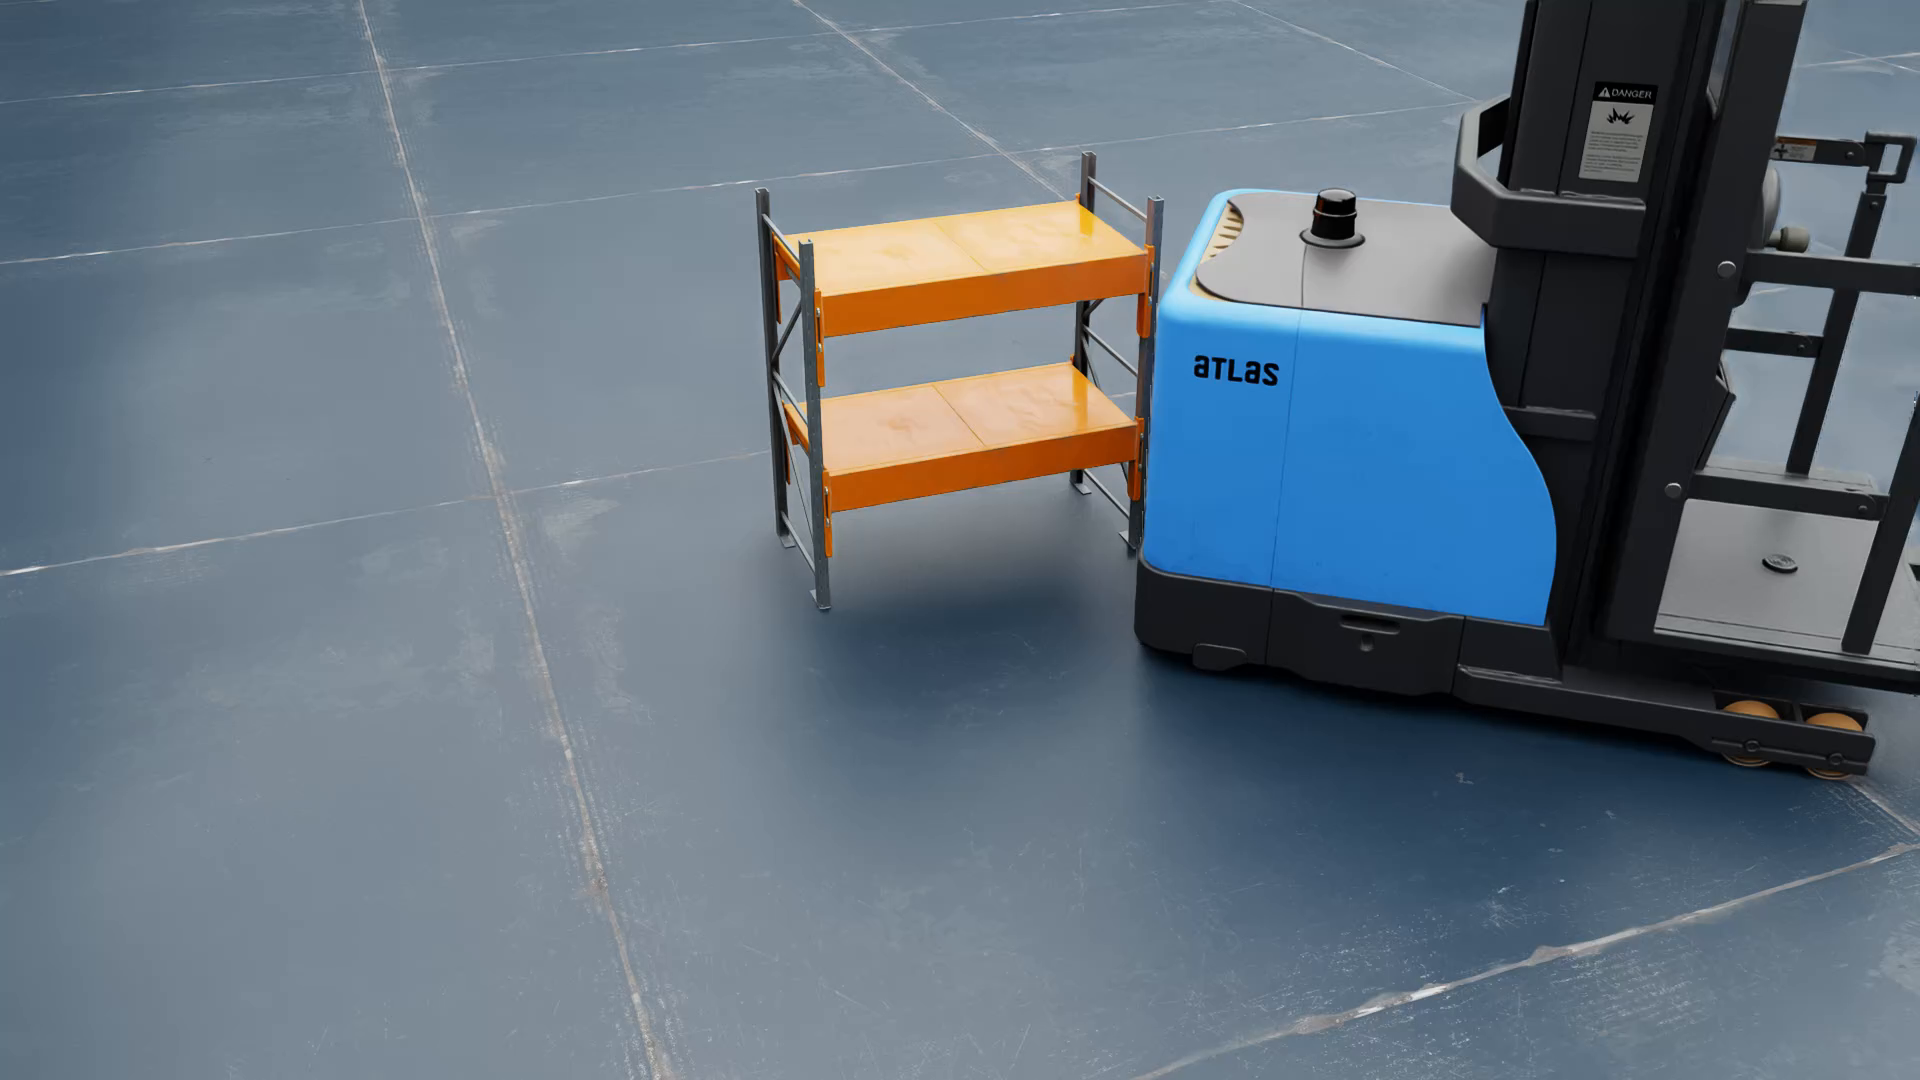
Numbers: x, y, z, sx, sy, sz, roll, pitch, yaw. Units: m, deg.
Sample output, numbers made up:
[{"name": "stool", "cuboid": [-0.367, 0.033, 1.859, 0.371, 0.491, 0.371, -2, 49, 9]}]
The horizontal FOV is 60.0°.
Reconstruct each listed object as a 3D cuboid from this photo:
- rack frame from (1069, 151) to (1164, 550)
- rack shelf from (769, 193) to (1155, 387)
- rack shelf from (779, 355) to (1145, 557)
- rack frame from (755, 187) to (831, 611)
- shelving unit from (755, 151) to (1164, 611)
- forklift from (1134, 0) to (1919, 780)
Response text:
[{"name": "rack frame", "cuboid": [0.470, -0.575, 5.124, 0.032, 1.125, 0.500, -10, 31, -18]}, {"name": "rack shelf", "cuboid": [-0.006, -0.742, 4.825, 1.000, 0.278, 0.538, -10, 31, -18]}, {"name": "rack shelf", "cuboid": [-0.006, -0.275, 5.091, 1.000, 0.278, 0.538, -10, 31, -18]}, {"name": "rack frame", "cuboid": [-0.483, -0.400, 4.815, 0.032, 1.125, 0.500, -10, 31, -18]}, {"name": "shelving unit", "cuboid": [-0.006, -0.488, 4.969, 1.048, 1.125, 0.538, -10, 31, -18]}, {"name": "forklift", "cuboid": [2.062, -0.963, 3.980, 3.031, 2.935, 1.130, 8, 31, 14]}]
